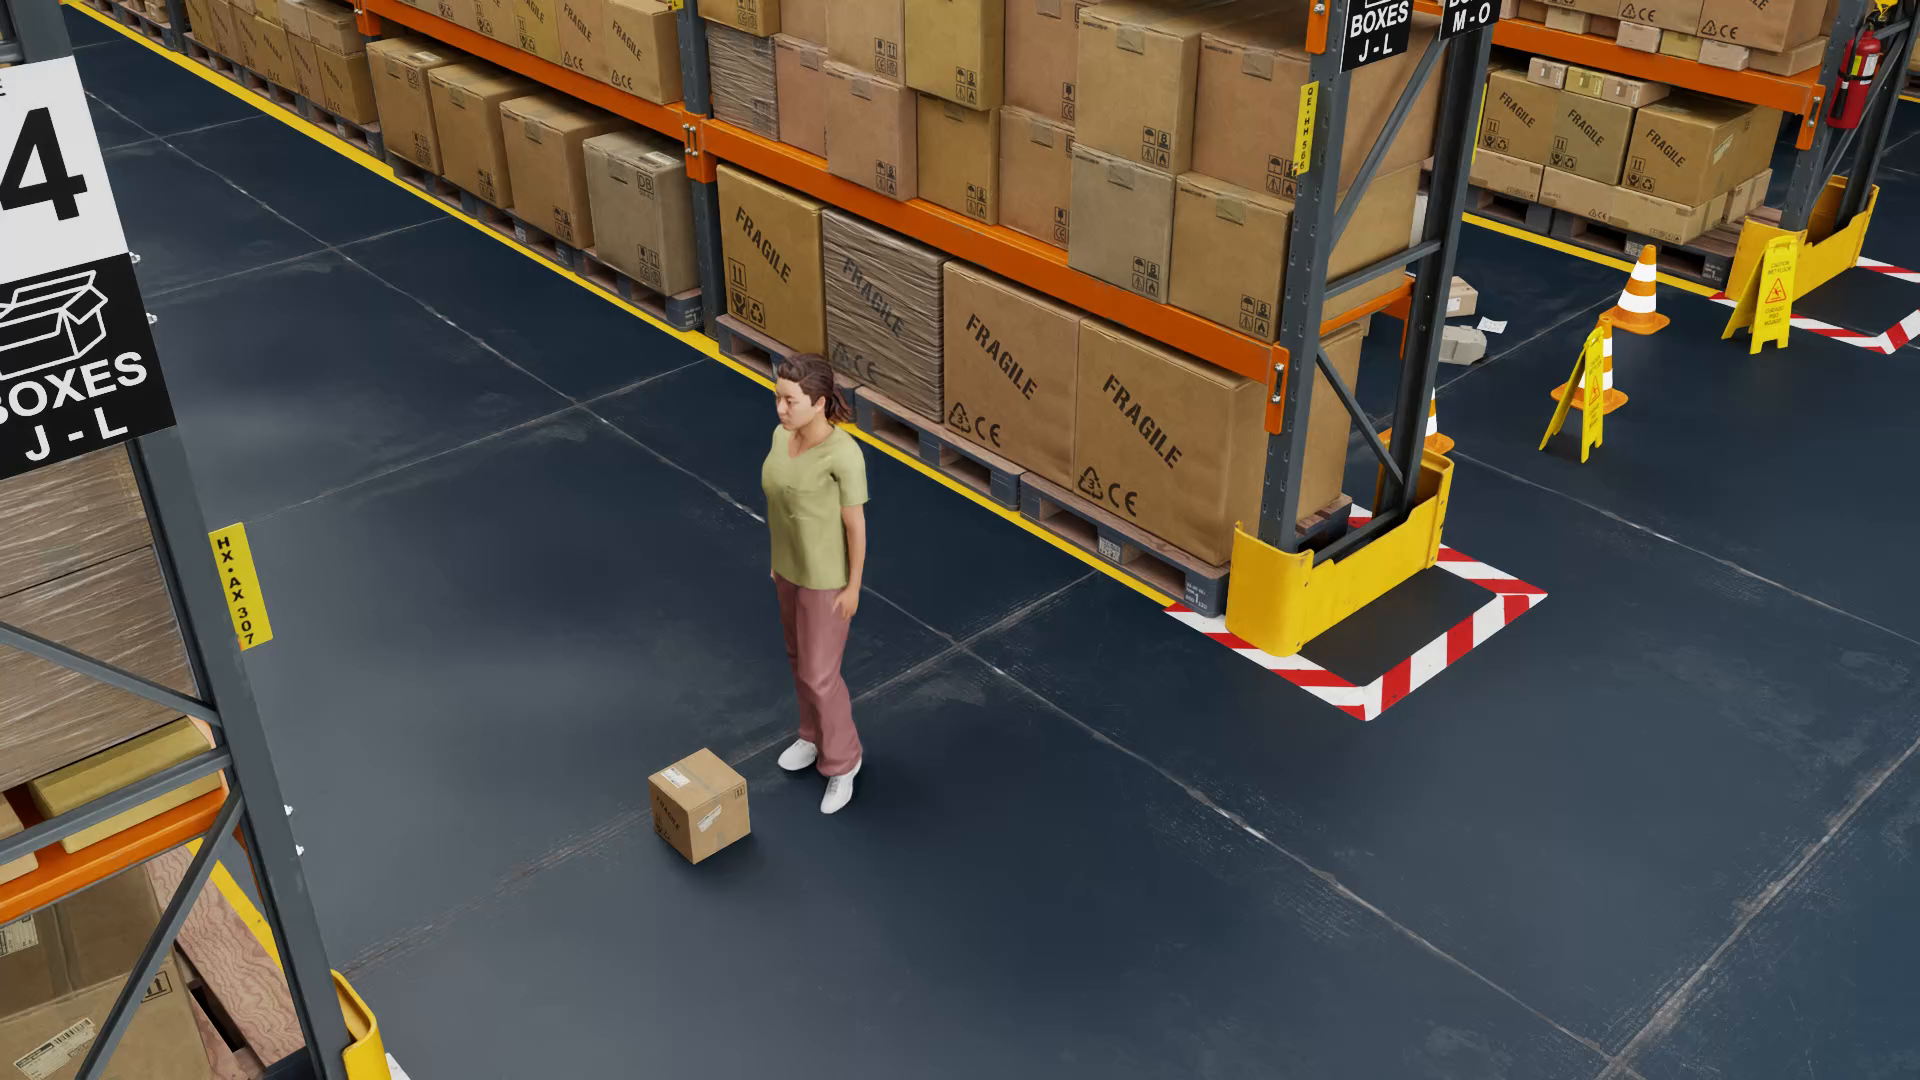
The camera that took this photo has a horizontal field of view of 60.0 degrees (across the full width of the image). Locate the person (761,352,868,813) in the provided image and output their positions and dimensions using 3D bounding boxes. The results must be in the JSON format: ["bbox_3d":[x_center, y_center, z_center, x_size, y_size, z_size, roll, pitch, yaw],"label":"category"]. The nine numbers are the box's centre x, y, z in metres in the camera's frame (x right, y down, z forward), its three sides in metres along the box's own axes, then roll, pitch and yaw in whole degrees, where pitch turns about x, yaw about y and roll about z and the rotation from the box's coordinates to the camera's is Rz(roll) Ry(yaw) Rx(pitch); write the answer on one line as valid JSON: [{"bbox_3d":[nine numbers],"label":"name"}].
[{"bbox_3d":[-0.513,0.147,5.923,0.401,1.717,0.501,-27,41,-36],"label":"person"}]
